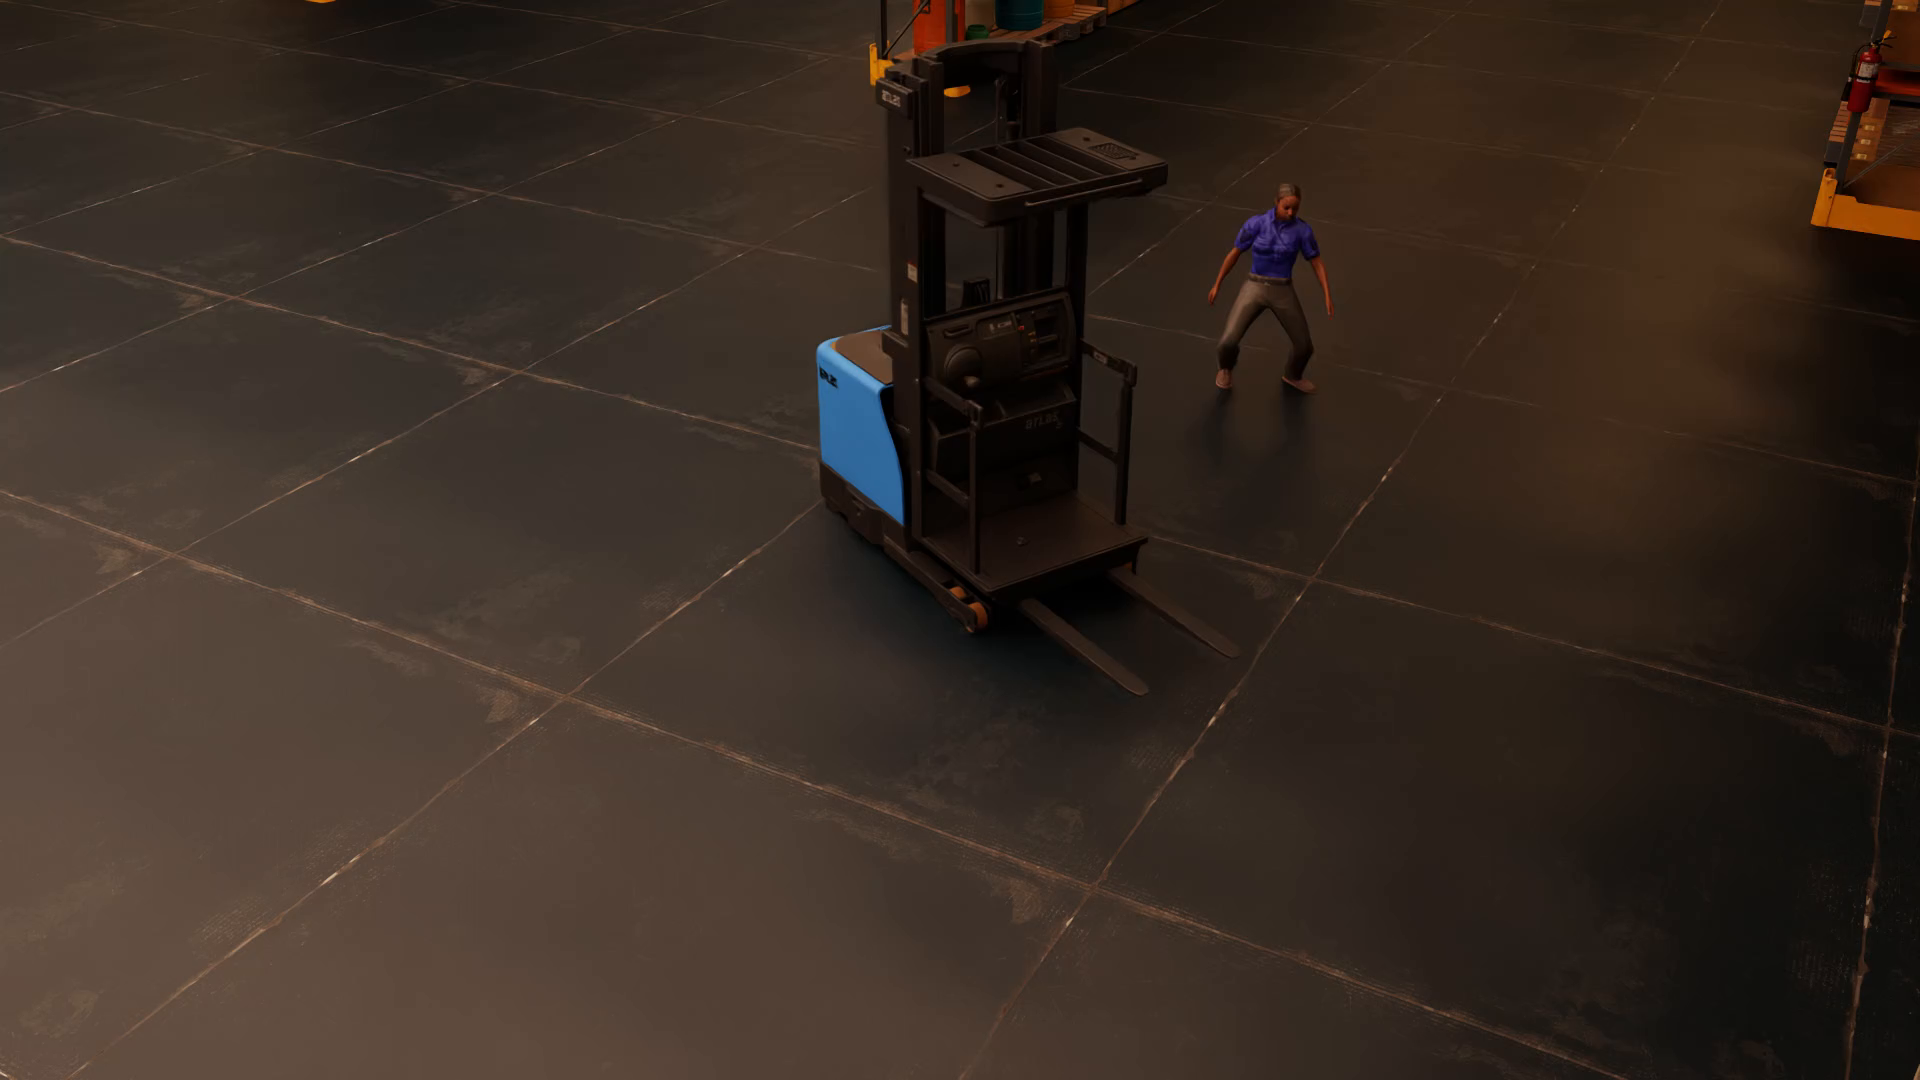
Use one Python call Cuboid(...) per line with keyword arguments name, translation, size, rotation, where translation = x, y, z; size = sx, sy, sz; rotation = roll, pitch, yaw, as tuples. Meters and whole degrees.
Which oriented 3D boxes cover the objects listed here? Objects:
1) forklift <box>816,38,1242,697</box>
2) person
Cuboid(name="forklift", translation=(0.349, -1.031, 8.857), size=(1.130, 2.935, 3.031), rotation=(-18, 35, -28))
Cuboid(name="person", translation=(2.143, -1.700, 11.425), size=(0.850, 1.556, 0.581), rotation=(5, 30, 8))
